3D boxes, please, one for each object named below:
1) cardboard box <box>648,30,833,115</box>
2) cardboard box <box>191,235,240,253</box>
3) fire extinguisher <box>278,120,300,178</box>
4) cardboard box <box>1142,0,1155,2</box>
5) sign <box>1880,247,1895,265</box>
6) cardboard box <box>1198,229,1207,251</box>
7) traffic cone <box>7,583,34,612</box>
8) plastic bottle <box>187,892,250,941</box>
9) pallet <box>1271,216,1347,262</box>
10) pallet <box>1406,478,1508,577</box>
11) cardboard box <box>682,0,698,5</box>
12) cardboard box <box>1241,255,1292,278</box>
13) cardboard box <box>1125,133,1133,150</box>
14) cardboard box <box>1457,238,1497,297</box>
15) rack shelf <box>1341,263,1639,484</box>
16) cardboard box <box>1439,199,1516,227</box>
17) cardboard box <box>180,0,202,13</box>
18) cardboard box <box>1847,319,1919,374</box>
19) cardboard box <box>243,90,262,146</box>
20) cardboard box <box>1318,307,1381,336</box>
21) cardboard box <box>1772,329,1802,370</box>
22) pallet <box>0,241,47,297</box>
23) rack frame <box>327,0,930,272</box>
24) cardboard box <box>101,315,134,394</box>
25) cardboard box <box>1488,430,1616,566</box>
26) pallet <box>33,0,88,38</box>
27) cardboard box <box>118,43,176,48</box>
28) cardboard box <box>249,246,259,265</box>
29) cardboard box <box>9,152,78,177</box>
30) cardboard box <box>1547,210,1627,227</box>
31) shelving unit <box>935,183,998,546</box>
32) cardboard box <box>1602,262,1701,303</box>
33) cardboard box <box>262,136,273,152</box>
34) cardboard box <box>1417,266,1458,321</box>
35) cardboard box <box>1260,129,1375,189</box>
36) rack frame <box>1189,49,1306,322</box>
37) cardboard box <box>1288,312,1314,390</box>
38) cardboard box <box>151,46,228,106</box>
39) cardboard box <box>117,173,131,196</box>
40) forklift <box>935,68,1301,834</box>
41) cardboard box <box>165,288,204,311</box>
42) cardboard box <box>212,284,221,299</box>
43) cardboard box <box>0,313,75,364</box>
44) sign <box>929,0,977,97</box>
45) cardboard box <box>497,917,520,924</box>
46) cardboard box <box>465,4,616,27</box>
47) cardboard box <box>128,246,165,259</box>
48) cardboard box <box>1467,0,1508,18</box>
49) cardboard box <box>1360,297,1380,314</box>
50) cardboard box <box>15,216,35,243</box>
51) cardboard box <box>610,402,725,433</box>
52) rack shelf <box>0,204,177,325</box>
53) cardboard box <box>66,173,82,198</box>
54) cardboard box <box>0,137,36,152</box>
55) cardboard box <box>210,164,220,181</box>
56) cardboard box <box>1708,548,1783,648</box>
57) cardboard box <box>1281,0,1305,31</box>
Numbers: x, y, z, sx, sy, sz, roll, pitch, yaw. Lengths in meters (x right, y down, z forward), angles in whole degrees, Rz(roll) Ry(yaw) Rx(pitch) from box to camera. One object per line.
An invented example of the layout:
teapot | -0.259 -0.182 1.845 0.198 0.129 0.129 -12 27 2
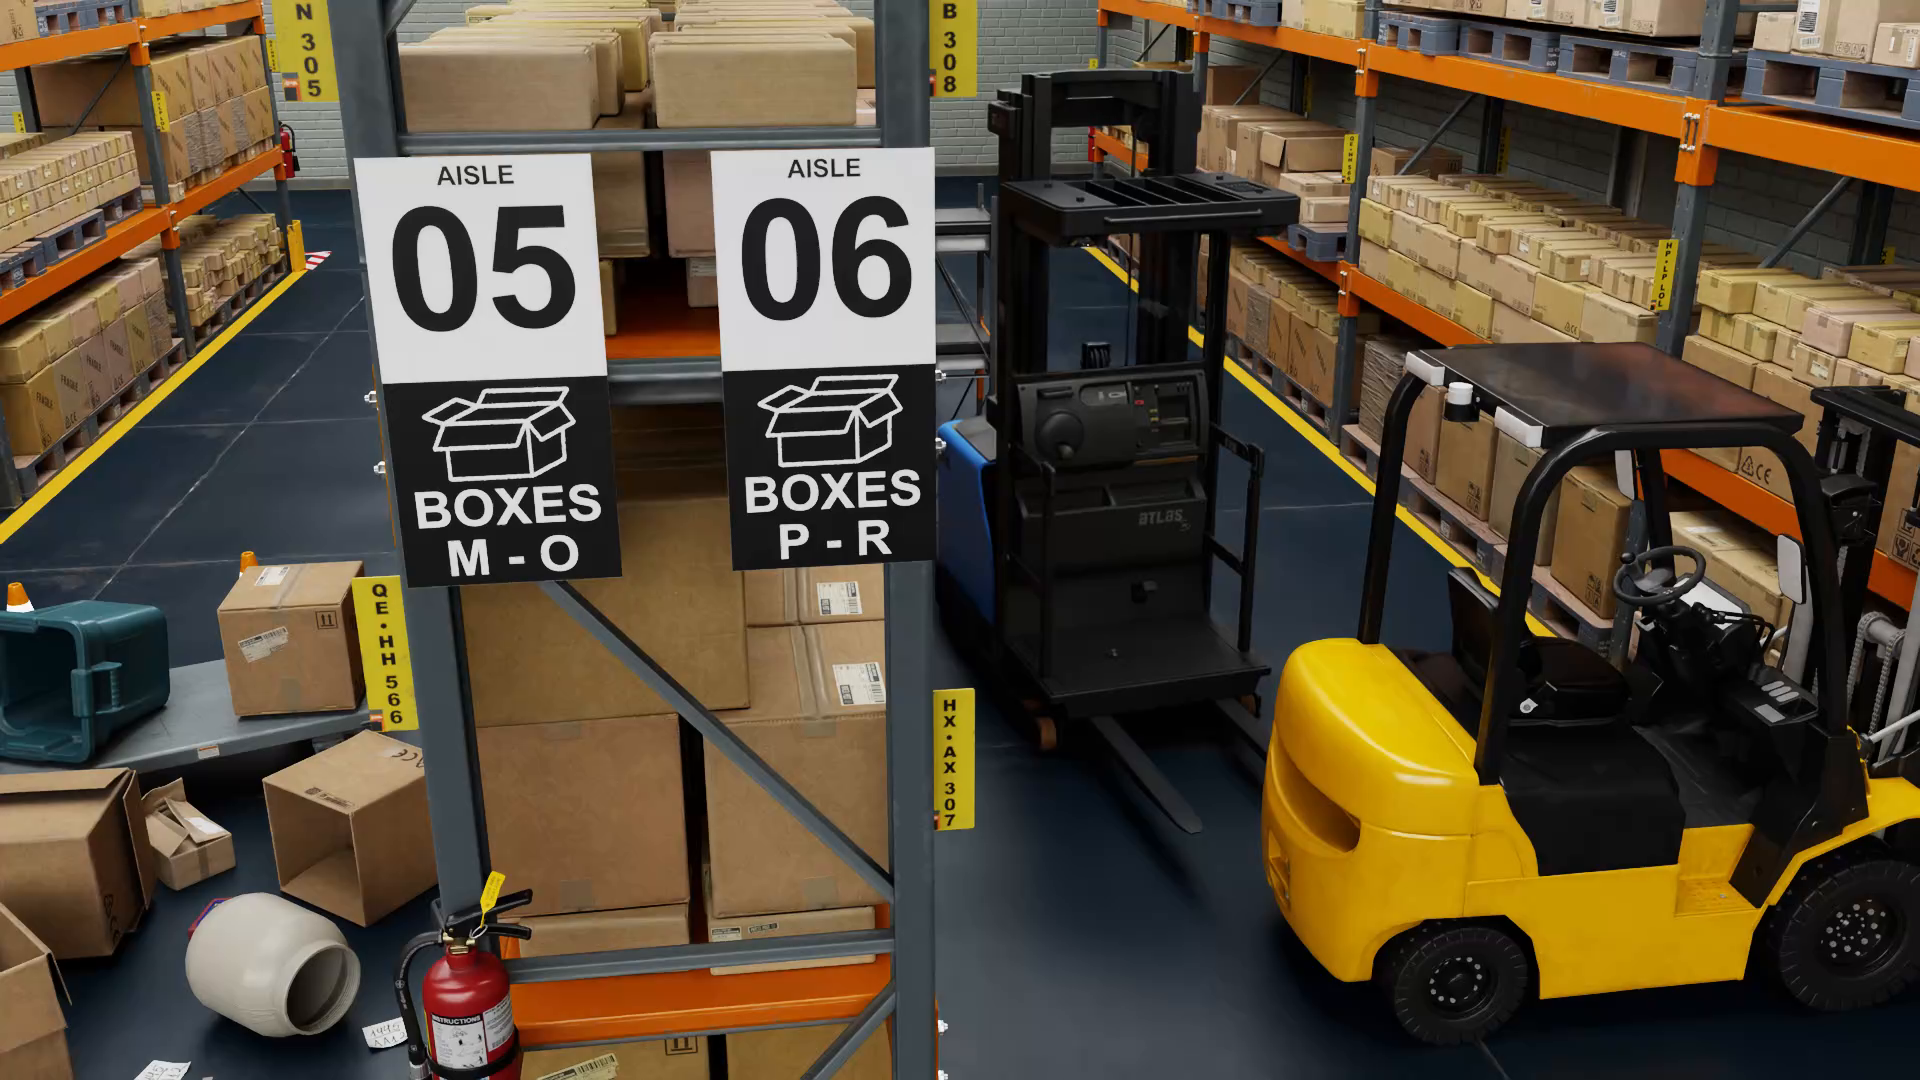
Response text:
cardboard box | -0.458 -0.989 3.508 0.380 0.149 0.250 -3 21 -8
cardboard box | -7.280 -2.879 16.262 0.380 0.149 0.250 -4 21 -10
fire extinguisher | -7.326 -4.262 17.984 0.296 0.674 0.183 -3 21 -8
cardboard box | 2.030 -5.443 16.573 0.380 0.149 0.250 -2 21 -7
sign | 4.327 -1.215 7.833 0.100 0.325 0.005 -3 21 -8
cardboard box | 2.277 -3.051 17.070 0.700 0.500 0.500 -4 21 -10
traffic cone | -4.716 0.440 8.377 0.336 0.463 0.334 -3 21 -8
plastic bottle | -2.803 1.425 6.313 0.133 0.061 0.283 1 20 2
pallet | 3.035 -2.270 12.282 1.213 0.211 1.003 -3 21 -8
pallet | 3.454 -0.114 10.221 1.003 0.211 1.213 -3 21 -8
cardboard box | -0.706 -1.695 5.400 0.380 0.149 0.250 -3 21 -9
cardboard box | 2.630 -2.343 14.248 0.380 0.149 0.250 -3 21 -8
cardboard box | 1.961 -4.205 17.547 0.380 0.149 0.250 -4 21 -9
cardboard box | 3.251 -1.596 9.702 0.500 0.250 0.500 -3 21 -7
rack shelf | 3.490 -1.100 9.902 1.077 0.370 4.000 -3 21 -8
cardboard box | 3.174 -1.999 10.212 0.380 0.149 0.250 -3 21 -7
cardboard box | -7.112 -4.841 14.817 0.500 0.250 0.500 -2 21 -5
cardboard box | 3.703 -0.752 6.448 0.380 0.149 0.250 -3 21 -9
cardboard box | -7.358 -4.228 16.680 0.500 0.500 0.500 -3 21 -9
cardboard box | 2.880 -1.617 12.304 0.380 0.149 0.250 -4 21 -10
cardboard box | 3.668 -0.793 6.982 0.380 0.149 0.250 -3 21 -8
pallet | -6.801 -1.744 10.874 1.213 0.211 1.003 -3 21 -8
rack frame | -0.556 -1.918 2.490 1.000 3.000 0.127 -3 21 -8
cardboard box | -6.671 -1.405 12.662 0.500 0.500 0.500 -3 21 -9
cardboard box | 3.588 -0.278 9.466 0.875 0.625 0.625 -3 21 -8
pallet | -7.034 -3.717 11.862 1.213 0.211 1.003 -3 21 -8
cardboard box | -7.813 -4.493 15.961 0.500 0.500 0.500 -3 21 -9
cardboard box | -7.224 -2.836 16.573 0.380 0.149 0.250 -3 21 -7
cardboard box | -6.732 -2.755 12.214 0.380 0.149 0.250 -4 21 -10
cardboard box | 3.689 -1.847 9.804 0.380 0.149 0.250 -2 21 -6
shelving unit | -0.024 -1.041 10.002 0.431 2.100 0.503 -3 21 -8
cardboard box | 3.454 -1.290 8.314 0.380 0.149 0.250 -3 21 -9
cardboard box | -7.420 -4.146 17.390 0.380 0.149 0.250 -3 21 -8
cardboard box | 3.173 -1.541 10.268 0.500 0.250 0.500 -4 21 -10
cardboard box | 2.783 -2.930 13.026 0.797 0.503 0.637 -3 21 -9
rack frame | 2.625 -3.514 15.338 1.000 3.000 0.127 -3 21 -8
cardboard box | 2.866 -1.464 12.822 0.500 0.500 0.500 -3 21 -9
cardboard box | -7.198 -4.333 15.534 0.500 0.500 0.500 -4 21 -10
cardboard box | -6.879 -2.839 13.290 0.380 0.149 0.250 -3 21 -7
forklift | 0.779 -0.557 7.520 1.130 2.935 3.031 -6 21 -16
cardboard box | -6.906 -2.120 14.654 0.380 0.149 0.250 -2 21 -5
cardboard box | -7.189 -2.334 15.651 0.380 0.149 0.250 -4 21 -10
cardboard box | -6.526 -1.396 11.568 0.500 0.250 0.500 -3 21 -8
sign | -0.019 -0.950 2.936 0.100 0.325 0.005 -3 21 -8
cardboard box | -0.968 0.809 4.122 0.380 0.149 0.250 -3 21 -8
cardboard box | -1.152 -1.400 4.610 0.380 0.149 0.250 -2 21 -6
cardboard box | -7.739 -2.676 15.717 0.380 0.149 0.250 -4 21 -10
cardboard box | 3.212 -3.209 9.348 0.500 0.500 0.500 -2 21 -6
cardboard box | 3.308 -1.830 12.875 0.380 0.149 0.250 -3 21 -7
cardboard box | -6.576 -2.117 11.355 0.380 0.149 0.250 -2 21 -5
cardboard box | -0.912 -0.104 4.210 0.700 0.500 0.500 -3 21 -7
rack shelf | -6.882 -1.948 12.174 1.077 0.370 4.000 -3 21 -8
cardboard box | -6.724 -2.612 12.257 0.380 0.149 0.250 -3 21 -8
cardboard box | -7.522 -3.080 13.083 0.380 0.149 0.250 -2 21 -6
cardboard box | -7.125 -3.428 15.467 0.380 0.149 0.250 -2 21 -5
cardboard box | 3.601 0.240 7.188 0.500 0.250 0.500 -3 21 -8
cardboard box | 2.742 -3.977 12.504 0.500 0.250 0.500 -3 21 -8
